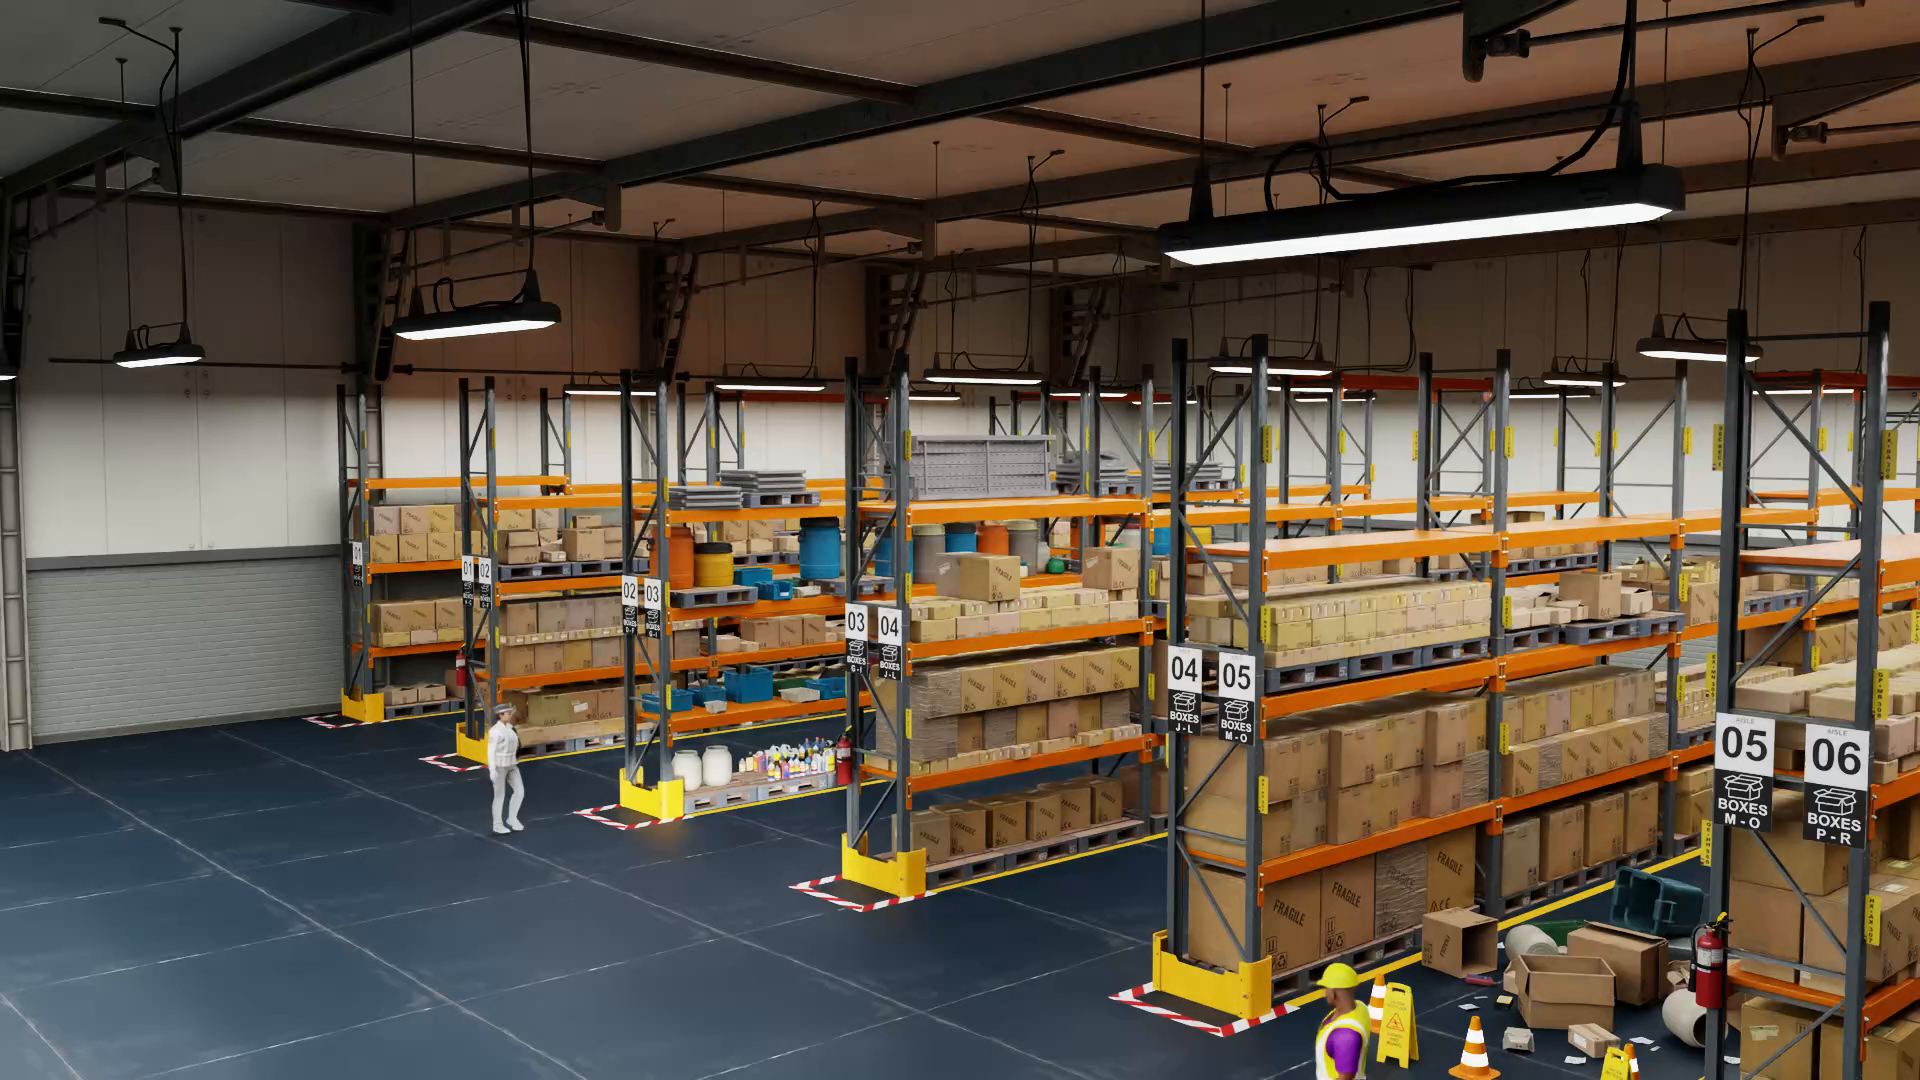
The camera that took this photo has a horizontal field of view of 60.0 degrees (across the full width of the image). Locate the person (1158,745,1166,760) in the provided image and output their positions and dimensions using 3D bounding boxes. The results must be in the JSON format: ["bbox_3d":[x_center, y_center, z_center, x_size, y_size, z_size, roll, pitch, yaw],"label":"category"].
[{"bbox_3d":[3.098,2.706,25.609,0.375,1.630,0.507,2,4,22],"label":"person"}]

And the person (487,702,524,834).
[{"bbox_3d":[-5.883,2.938,21.389,0.350,1.698,0.572,2,4,22],"label":"person"}]

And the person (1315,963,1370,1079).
[{"bbox_3d":[2.438,3.571,10.621,0.469,1.772,0.650,1,4,8],"label":"person"}]
